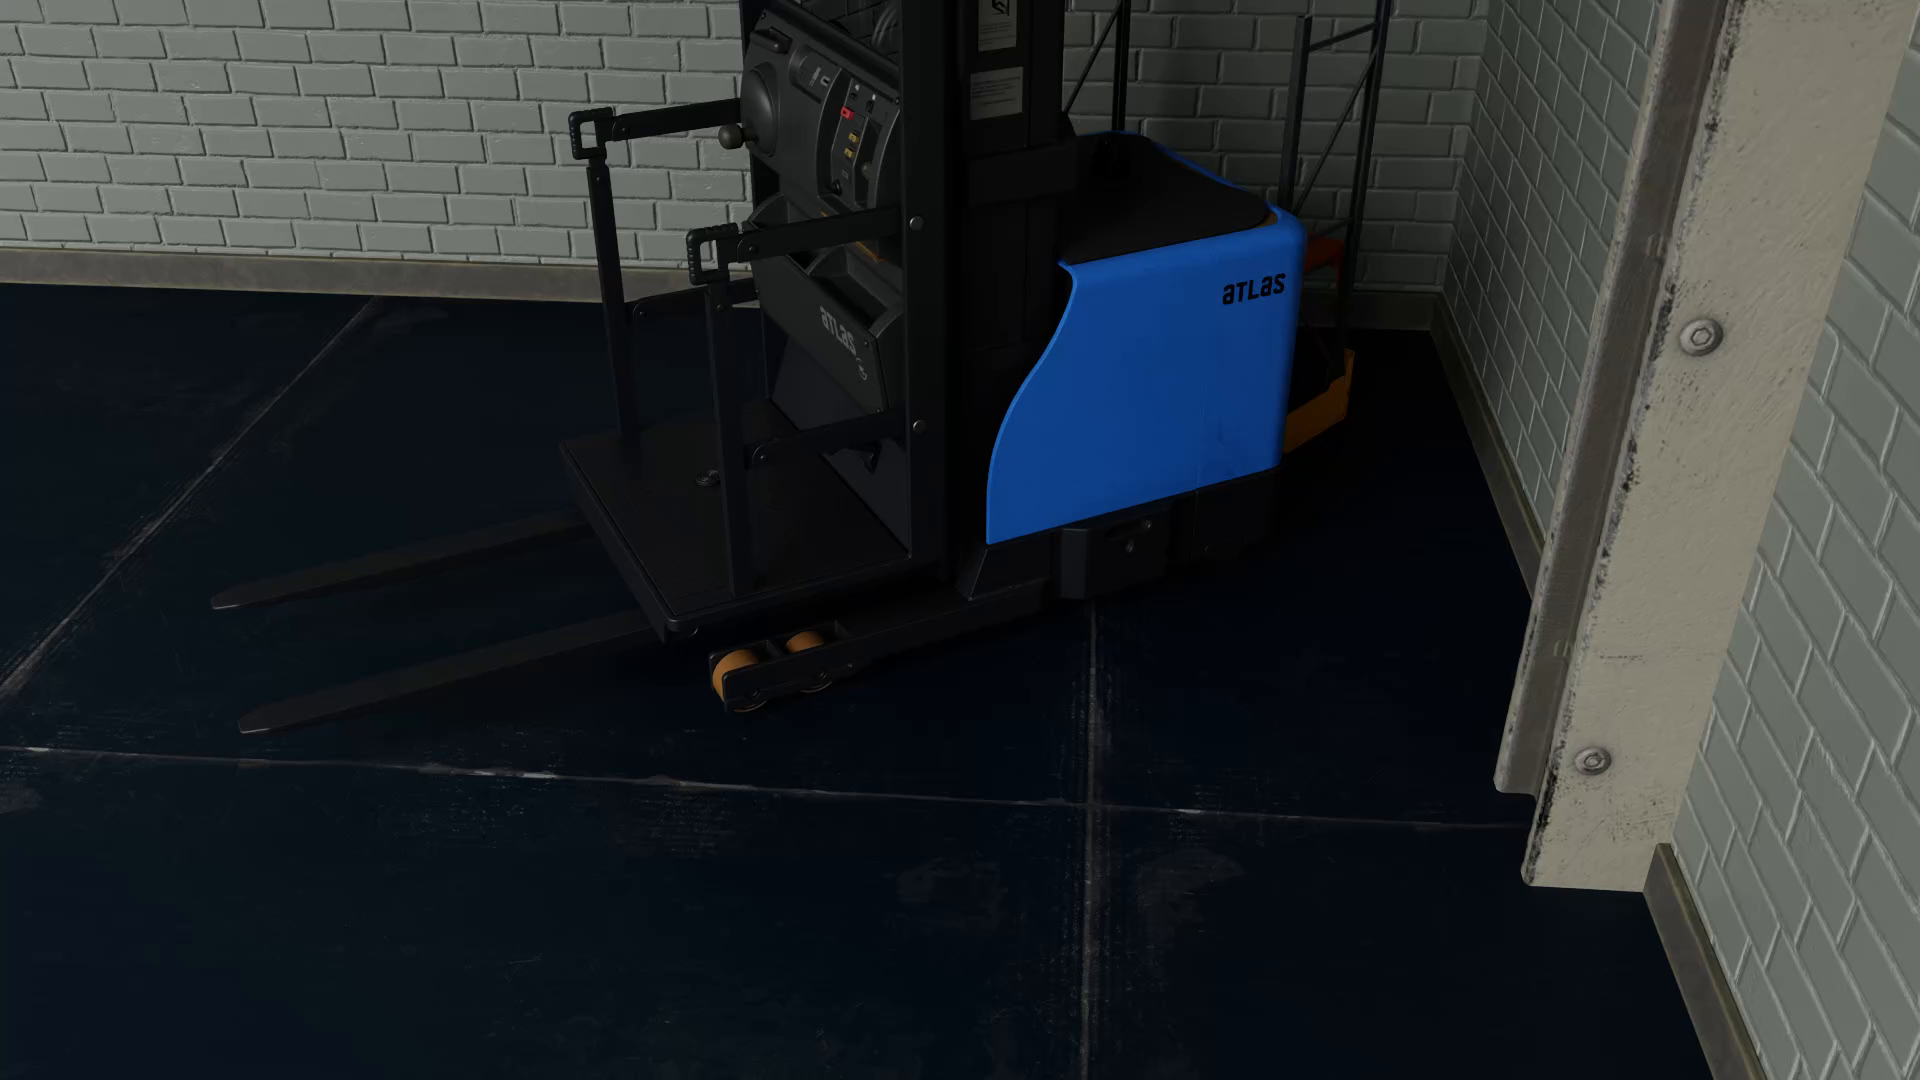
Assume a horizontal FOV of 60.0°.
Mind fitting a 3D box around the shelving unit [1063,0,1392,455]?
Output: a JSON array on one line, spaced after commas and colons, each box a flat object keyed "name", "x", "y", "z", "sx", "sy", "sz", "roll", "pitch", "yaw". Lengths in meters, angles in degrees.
[{"name": "shelving unit", "x": 0.803, "y": -1.166, "z": 5.713, "sx": 1.083, "sy": 1.500, "sz": 0.587, "roll": 26, "pitch": 40, "yaw": 35}]

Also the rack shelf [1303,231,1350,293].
[{"name": "rack shelf", "x": 0.796, "y": -1.017, "z": 5.813, "sx": 1.000, "sy": 0.185, "sz": 0.538, "roll": 26, "pitch": 40, "yaw": 35}]

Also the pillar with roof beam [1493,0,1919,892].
[{"name": "pillar with roof beam", "x": -2.786, "y": -3.297, "z": 2.023, "sx": 9.100, "sy": 9.000, "sz": 0.400, "roll": 2, "pitch": 32, "yaw": 4}]

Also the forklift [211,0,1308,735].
[{"name": "forklift", "x": -0.556, "y": -1.100, "z": 4.242, "sx": 3.031, "sy": 2.935, "sz": 1.130, "roll": -15, "pitch": 35, "yaw": -23}]

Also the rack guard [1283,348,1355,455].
[{"name": "rack guard", "x": 1.167, "y": -0.456, "z": 5.752, "sx": 0.087, "sy": 0.250, "sz": 0.587, "roll": 26, "pitch": 40, "yaw": 35}]

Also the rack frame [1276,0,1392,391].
[{"name": "rack frame", "x": 1.168, "y": -0.988, "z": 5.423, "sx": 0.032, "sy": 1.500, "sz": 0.500, "roll": 26, "pitch": 40, "yaw": 35}]

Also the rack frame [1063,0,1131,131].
[{"name": "rack frame", "x": 0.424, "y": -1.352, "z": 6.014, "sx": 0.032, "sy": 1.500, "sz": 0.500, "roll": 26, "pitch": 40, "yaw": 35}]
